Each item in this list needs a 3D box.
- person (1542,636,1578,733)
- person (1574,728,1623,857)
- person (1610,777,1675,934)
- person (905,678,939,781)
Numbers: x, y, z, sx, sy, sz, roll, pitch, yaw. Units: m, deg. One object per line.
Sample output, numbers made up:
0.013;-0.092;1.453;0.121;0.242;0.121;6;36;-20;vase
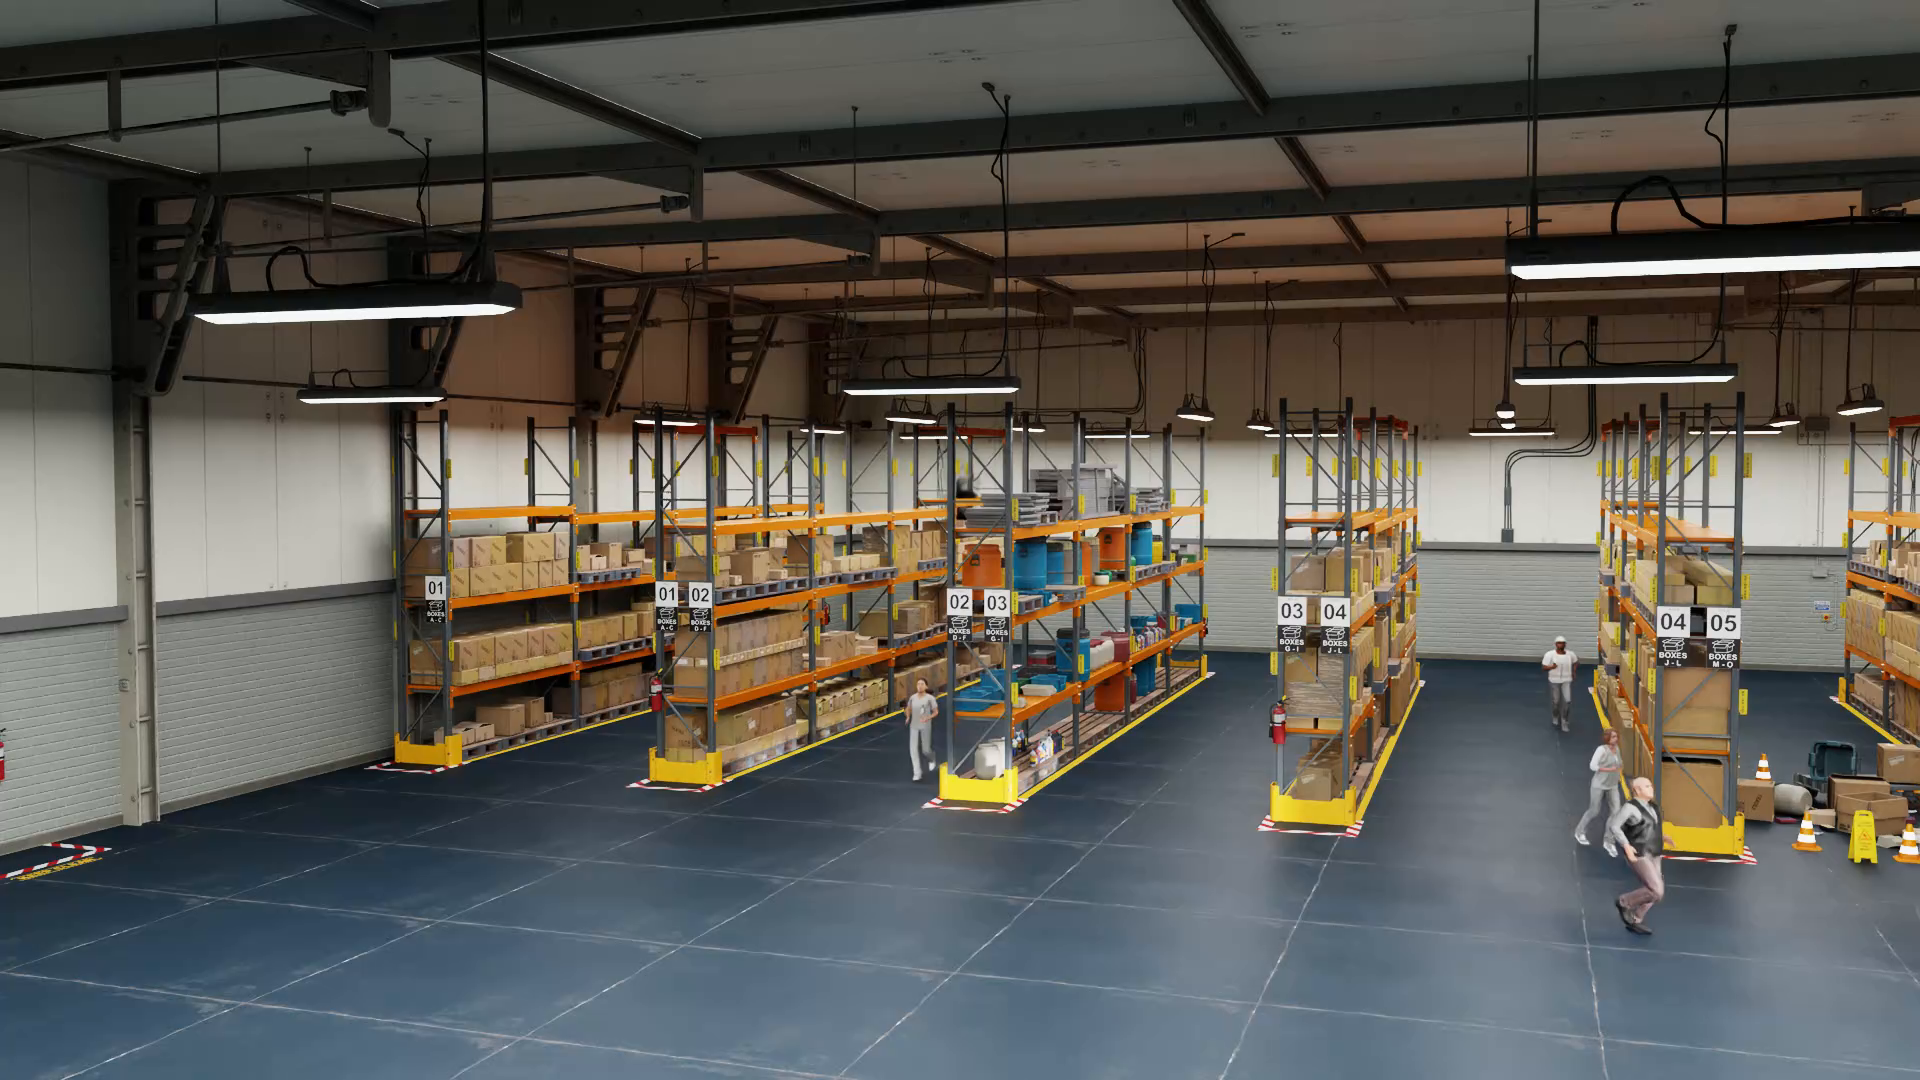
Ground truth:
11.498;2.746;31.849;0.677;1.823;0.737;1;3;14;person
8.429;3.272;21.766;0.540;1.639;0.711;-1;3;-20;person
7.368;3.390;17.839;0.650;1.673;0.566;-2;3;-37;person
-0.625;3.032;26.857;0.571;1.628;0.753;1;3;17;person
